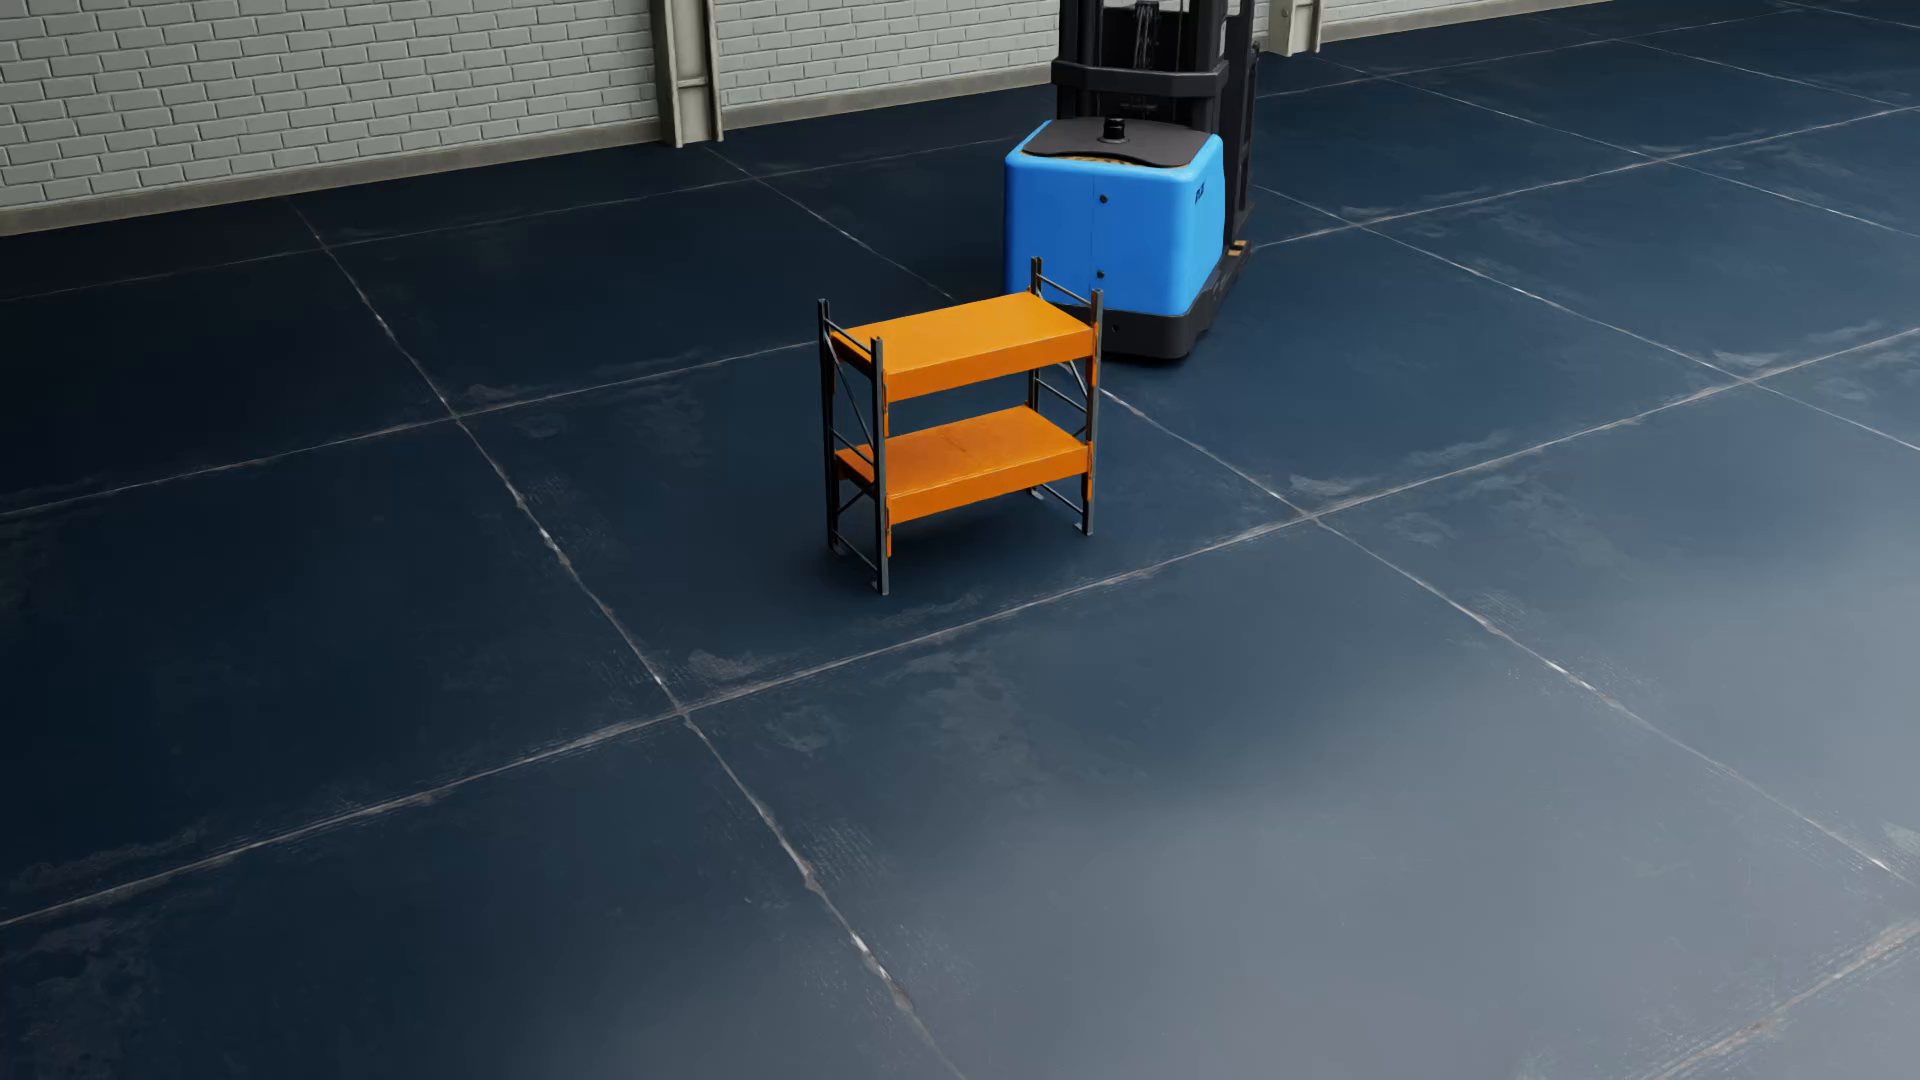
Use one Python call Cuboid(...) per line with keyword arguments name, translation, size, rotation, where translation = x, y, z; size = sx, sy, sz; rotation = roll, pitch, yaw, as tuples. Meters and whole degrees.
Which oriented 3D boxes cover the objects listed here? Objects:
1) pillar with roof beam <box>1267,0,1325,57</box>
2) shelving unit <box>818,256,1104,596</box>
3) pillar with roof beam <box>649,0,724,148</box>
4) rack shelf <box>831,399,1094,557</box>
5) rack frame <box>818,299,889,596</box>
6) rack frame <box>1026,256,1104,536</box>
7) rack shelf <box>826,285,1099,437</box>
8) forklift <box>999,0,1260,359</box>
Cuboid(name="pillar with roof beam", translation=(5.286, -6.710, 10.095), size=(0.400, 9.000, 9.100), rotation=(-16, 33, -26))
Cuboid(name="shelving unit", translation=(0.006, -0.494, 6.981), size=(1.048, 1.125, 0.538), rotation=(-16, 33, -26))
Cuboid(name="pillar with roof beam", translation=(0.113, -5.241, 7.434), size=(0.400, 9.000, 9.100), rotation=(-16, 33, -26))
Cuboid(name="rack shelf", translation=(0.006, -0.280, 7.099), size=(1.000, 0.278, 0.538), rotation=(-16, 33, -26))
Cuboid(name="rack frame", translation=(-0.432, -0.370, 6.756), size=(0.032, 1.125, 0.500), rotation=(-16, 33, -26))
Cuboid(name="rack frame", translation=(0.444, -0.619, 7.207), size=(0.032, 1.125, 0.500), rotation=(-16, 33, -26))
Cuboid(name="rack shelf", translation=(0.006, -0.750, 6.840), size=(1.000, 0.278, 0.538), rotation=(-16, 33, -26))
Cuboid(name="forklift", translation=(1.173, -2.943, 9.550), size=(1.130, 2.935, 3.031), rotation=(9, 30, 16))
